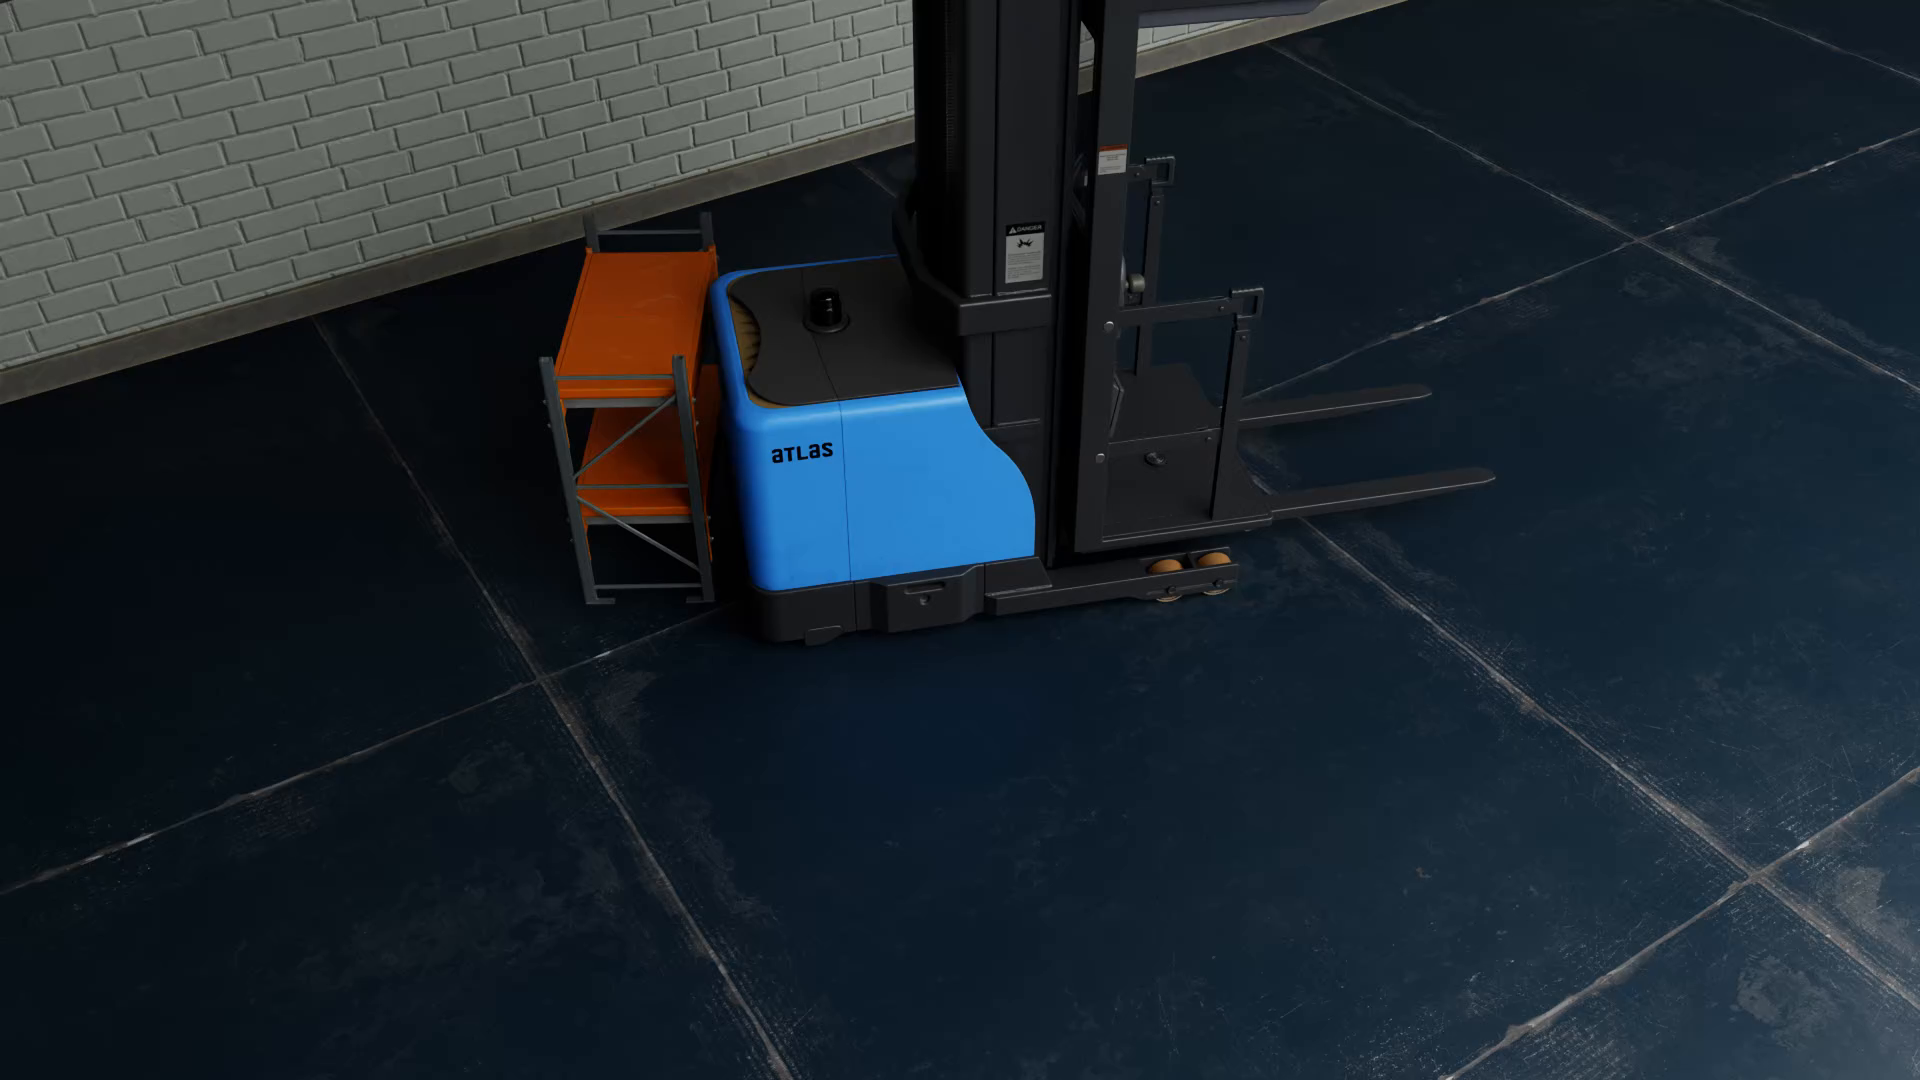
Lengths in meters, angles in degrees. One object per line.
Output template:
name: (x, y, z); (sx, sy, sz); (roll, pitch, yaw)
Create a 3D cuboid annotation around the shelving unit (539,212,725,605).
shelving unit: (-1.216, -0.521, 6.496); (0.538, 1.125, 1.048); (-1, 40, -1)

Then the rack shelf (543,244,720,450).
rack shelf: (-1.216, -0.745, 6.308); (0.538, 0.278, 1.000); (-1, 40, -1)

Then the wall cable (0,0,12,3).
wall cable: (-4.812, -2.652, 5.329); (3.097, 2.526, 0.112); (-22, 45, -24)

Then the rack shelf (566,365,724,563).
rack shelf: (-1.216, -0.333, 6.652); (0.538, 0.278, 1.000); (-1, 40, -1)

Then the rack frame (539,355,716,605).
rack frame: (-1.203, -0.195, 6.105); (0.500, 1.125, 0.032); (-1, 40, -1)

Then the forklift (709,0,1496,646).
forklift: (0.612, -1.210, 5.912); (3.031, 2.935, 1.130); (-8, 40, -9)

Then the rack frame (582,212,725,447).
rack frame: (-1.229, -0.846, 6.886); (0.500, 1.125, 0.032); (-1, 40, -1)
